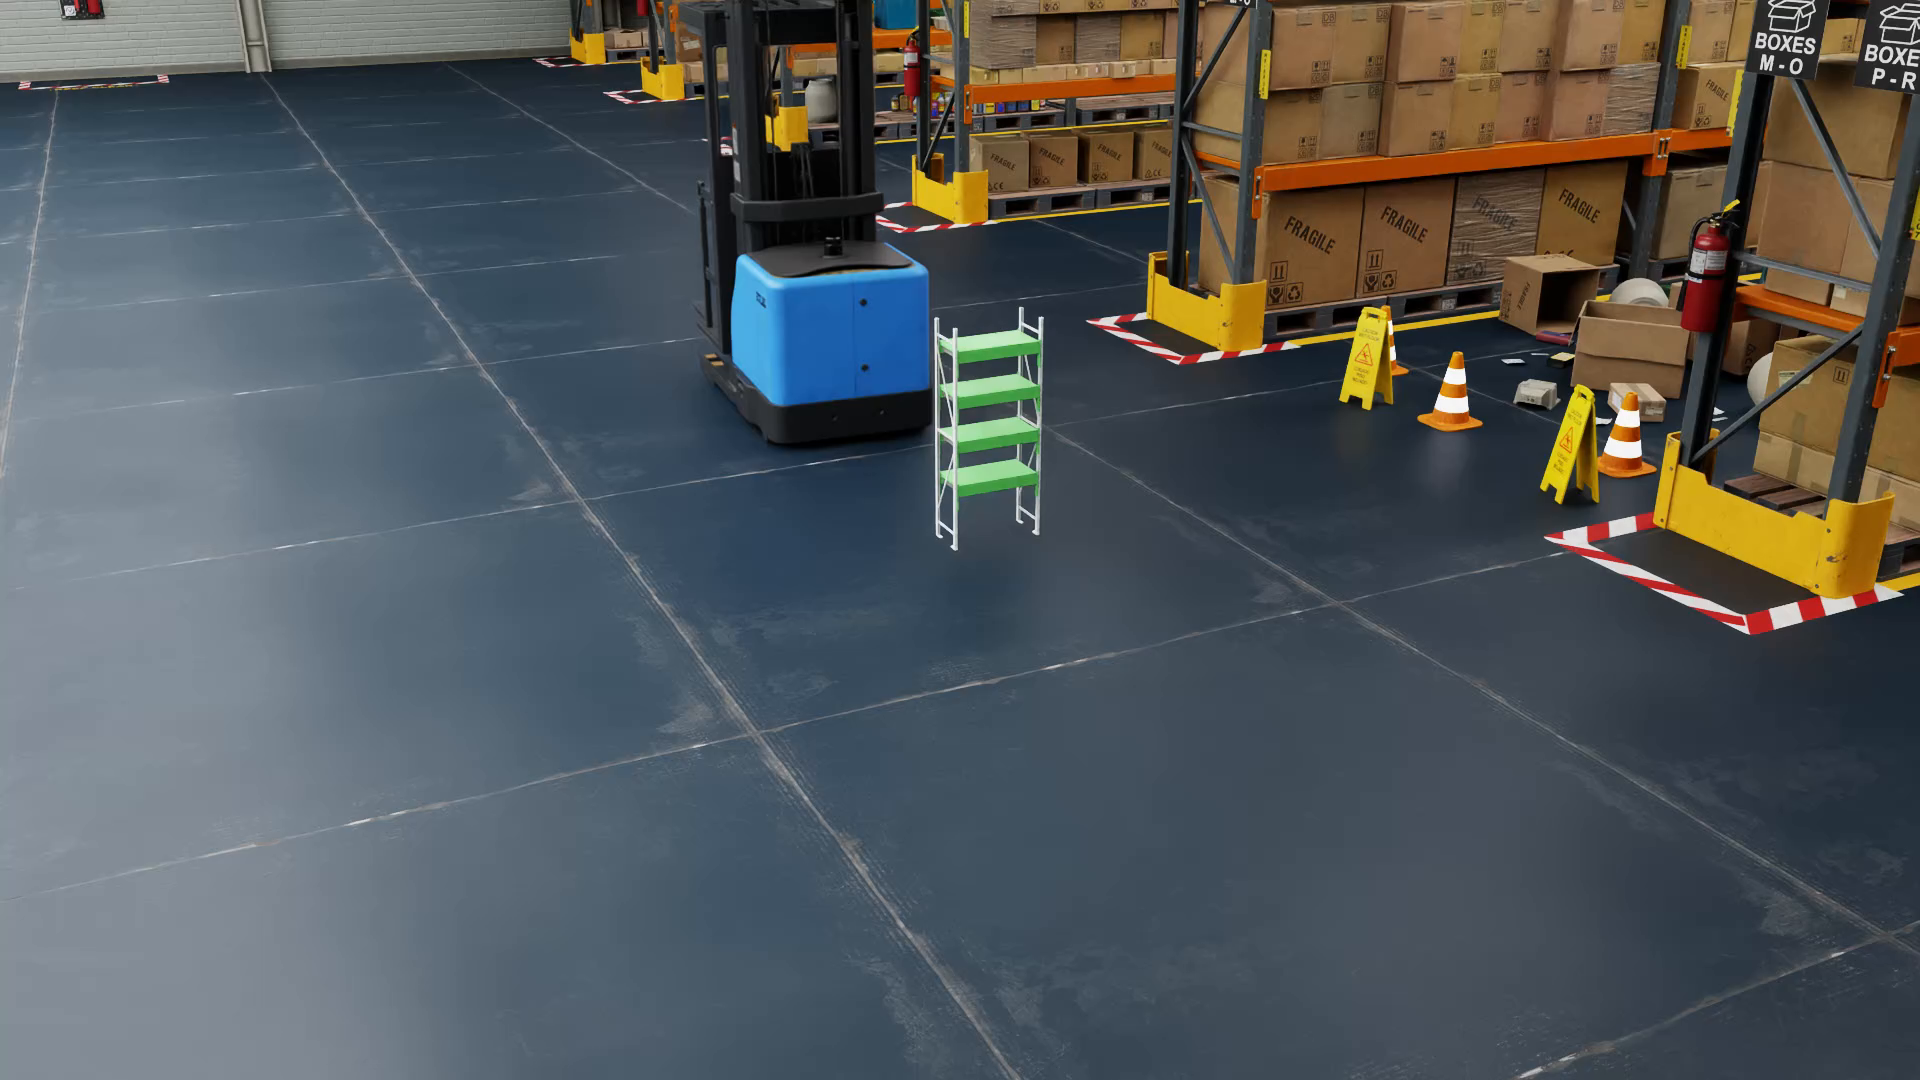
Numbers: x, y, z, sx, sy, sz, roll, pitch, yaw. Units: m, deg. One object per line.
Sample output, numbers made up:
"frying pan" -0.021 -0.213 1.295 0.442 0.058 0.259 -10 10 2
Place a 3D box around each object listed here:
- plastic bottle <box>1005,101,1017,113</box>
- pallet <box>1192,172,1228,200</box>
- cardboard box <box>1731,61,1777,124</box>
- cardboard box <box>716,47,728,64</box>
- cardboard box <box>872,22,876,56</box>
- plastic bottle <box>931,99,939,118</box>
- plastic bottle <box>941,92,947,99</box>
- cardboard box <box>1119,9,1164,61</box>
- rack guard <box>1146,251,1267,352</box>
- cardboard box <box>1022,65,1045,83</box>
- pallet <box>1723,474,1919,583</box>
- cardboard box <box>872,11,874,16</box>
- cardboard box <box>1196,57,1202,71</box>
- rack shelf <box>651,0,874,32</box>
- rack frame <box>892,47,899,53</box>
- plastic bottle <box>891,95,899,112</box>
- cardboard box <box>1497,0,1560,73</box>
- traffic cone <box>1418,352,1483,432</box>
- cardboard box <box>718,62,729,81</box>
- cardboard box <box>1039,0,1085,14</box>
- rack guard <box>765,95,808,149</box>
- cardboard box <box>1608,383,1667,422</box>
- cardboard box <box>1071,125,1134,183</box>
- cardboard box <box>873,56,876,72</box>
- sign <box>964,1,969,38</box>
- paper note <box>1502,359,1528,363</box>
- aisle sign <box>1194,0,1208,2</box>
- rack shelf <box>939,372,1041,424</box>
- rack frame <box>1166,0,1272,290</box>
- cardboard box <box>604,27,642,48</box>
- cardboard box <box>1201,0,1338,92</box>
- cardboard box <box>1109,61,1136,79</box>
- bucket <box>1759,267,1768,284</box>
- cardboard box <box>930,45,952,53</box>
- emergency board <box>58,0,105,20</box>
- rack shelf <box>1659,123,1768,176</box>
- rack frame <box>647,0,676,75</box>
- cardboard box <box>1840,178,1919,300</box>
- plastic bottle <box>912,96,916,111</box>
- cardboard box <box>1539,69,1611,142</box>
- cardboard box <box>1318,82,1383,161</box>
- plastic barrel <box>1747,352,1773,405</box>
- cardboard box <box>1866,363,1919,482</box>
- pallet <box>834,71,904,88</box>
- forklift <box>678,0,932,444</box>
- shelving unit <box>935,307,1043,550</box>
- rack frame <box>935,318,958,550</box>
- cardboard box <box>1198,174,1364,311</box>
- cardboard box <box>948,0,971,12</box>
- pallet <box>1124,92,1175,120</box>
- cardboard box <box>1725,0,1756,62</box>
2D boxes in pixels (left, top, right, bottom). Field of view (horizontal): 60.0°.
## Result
"plastic bottle" 0.652 -5.831 21.951 0.185 0.351 0.144 -12 25 -26
"pallet" 2.838 -3.971 18.214 1.213 0.211 1.003 -10 25 -24
"cardboard box" 6.533 -3.781 13.980 0.500 0.500 0.500 -10 25 -23
"cardboard box" -3.440 -7.500 25.159 0.500 0.500 0.500 -10 25 -24
"cardboard box" -1.644 -7.836 25.972 0.500 0.500 0.500 -10 25 -24
"plastic bottle" -0.344 -5.599 21.478 0.133 0.283 0.061 -10 25 -23
"plastic bottle" -0.181 -5.976 22.302 0.185 0.351 0.144 -11 25 -24
"cardboard box" 1.654 -5.256 17.153 0.500 0.500 0.875 -10 25 -24
"rack guard" 1.862 -1.834 12.675 0.348 0.500 1.175 -10 25 -24
"cardboard box" 0.649 -4.639 16.512 0.250 0.149 0.380 -10 25 -24
"pallet" 4.937 -0.151 8.986 1.213 0.211 1.003 -10 25 -24
"cardboard box" -1.917 -9.783 31.303 0.500 0.500 0.700 -11 25 -25
"cardboard box" 2.421 -4.995 17.371 0.250 0.149 0.380 -10 25 -24
"rack shelf" -2.667 -8.133 25.565 4.000 0.370 1.077 -10 25 -24
"rack frame" -0.865 -8.797 26.229 0.127 3.000 1.000 -10 25 -24
"plastic bottle" -0.860 -5.792 22.052 0.097 0.201 0.097 0 22 0
"cardboard box" 4.149 -4.002 13.036 0.550 0.550 0.875 -10 25 -24
"traffic cone" 3.162 -0.974 10.646 0.334 0.463 0.336 -10 25 -24
"cardboard box" -3.441 -7.154 25.304 0.500 0.250 0.500 -10 25 -24
"cardboard box" 0.891 -5.443 16.297 0.500 0.500 0.500 -10 25 -24
"rack guard" -2.276 -5.300 21.048 0.348 0.500 1.175 -10 25 -24
"cardboard box" 4.426 -0.900 10.878 0.250 0.149 0.380 2 23 4
"cardboard box" 1.490 -4.064 17.514 0.500 0.500 0.500 -8 24 -19
"cardboard box" -1.643 -7.489 26.114 0.500 0.250 0.500 -10 25 -24
"sign" 0.059 -4.932 15.759 0.005 0.325 0.100 -10 25 -24
"paper note" 3.995 -1.288 11.973 0.142 0.017 0.144 -2 23 -5
"aisle sign" 1.690 -4.286 11.931 0.004 0.787 0.394 -10 25 -24
"rack shelf" 0.149 -0.745 8.668 0.480 0.148 0.258 -10 25 -24
"rack frame" 1.884 -2.993 12.207 0.127 3.000 1.000 -10 25 -24
"cardboard box" -5.959 -8.885 29.381 0.500 0.311 0.500 -14 26 -30
"cardboard box" 2.235 -3.609 12.088 0.550 0.550 0.875 -10 25 -24
"cardboard box" 1.577 -4.784 16.861 0.250 0.149 0.380 -10 25 -24
"bucket" 6.365 -2.029 12.171 0.620 0.611 0.726 7 21 -9
"cardboard box" -0.385 -7.963 26.525 0.500 0.311 0.500 -10 25 -23
"emergency board" -14.015 -8.862 26.386 0.643 1.169 0.194 -10 25 -24
"rack shelf" 7.290 -3.656 14.749 4.000 0.370 1.077 -10 25 -24
"rack frame" -4.469 -8.134 24.626 0.127 3.000 1.000 -10 25 -24
"cardboard box" 4.669 -1.470 8.009 0.500 0.500 0.500 -11 25 -24
"plastic bottle" -0.574 -5.826 22.026 0.133 0.283 0.061 -10 25 -24
"cardboard box" 4.675 -3.561 13.384 0.550 0.550 0.875 -10 25 -24
"cardboard box" 2.684 -3.238 12.603 0.550 0.550 0.875 -10 25 -24
"plastic barrel" 5.326 -0.978 10.707 0.421 0.421 0.512 6 23 13
"cardboard box" 4.989 -0.617 8.531 0.500 0.500 0.500 -11 25 -25
"pallet" -1.600 -7.391 26.478 1.213 0.211 1.003 -10 25 -24
"forklift" -1.180 -2.474 11.042 1.130 2.935 3.031 -8 24 -20
"shelving unit" 0.149 -0.582 8.735 0.503 1.200 0.258 -10 25 -24
"rack frame" -0.071 -0.541 8.637 0.015 1.200 0.240 -10 25 -24
"cardboard box" 2.466 -2.341 12.860 0.875 0.875 0.875 -10 25 -23
"cardboard box" 0.212 -5.541 16.536 0.500 0.500 0.500 -10 25 -24
"pallet" 3.071 -6.149 23.476 1.213 0.211 1.003 -10 25 -24
"cardboard box" 6.395 -4.335 14.011 0.500 0.500 0.700 -11 25 -24
